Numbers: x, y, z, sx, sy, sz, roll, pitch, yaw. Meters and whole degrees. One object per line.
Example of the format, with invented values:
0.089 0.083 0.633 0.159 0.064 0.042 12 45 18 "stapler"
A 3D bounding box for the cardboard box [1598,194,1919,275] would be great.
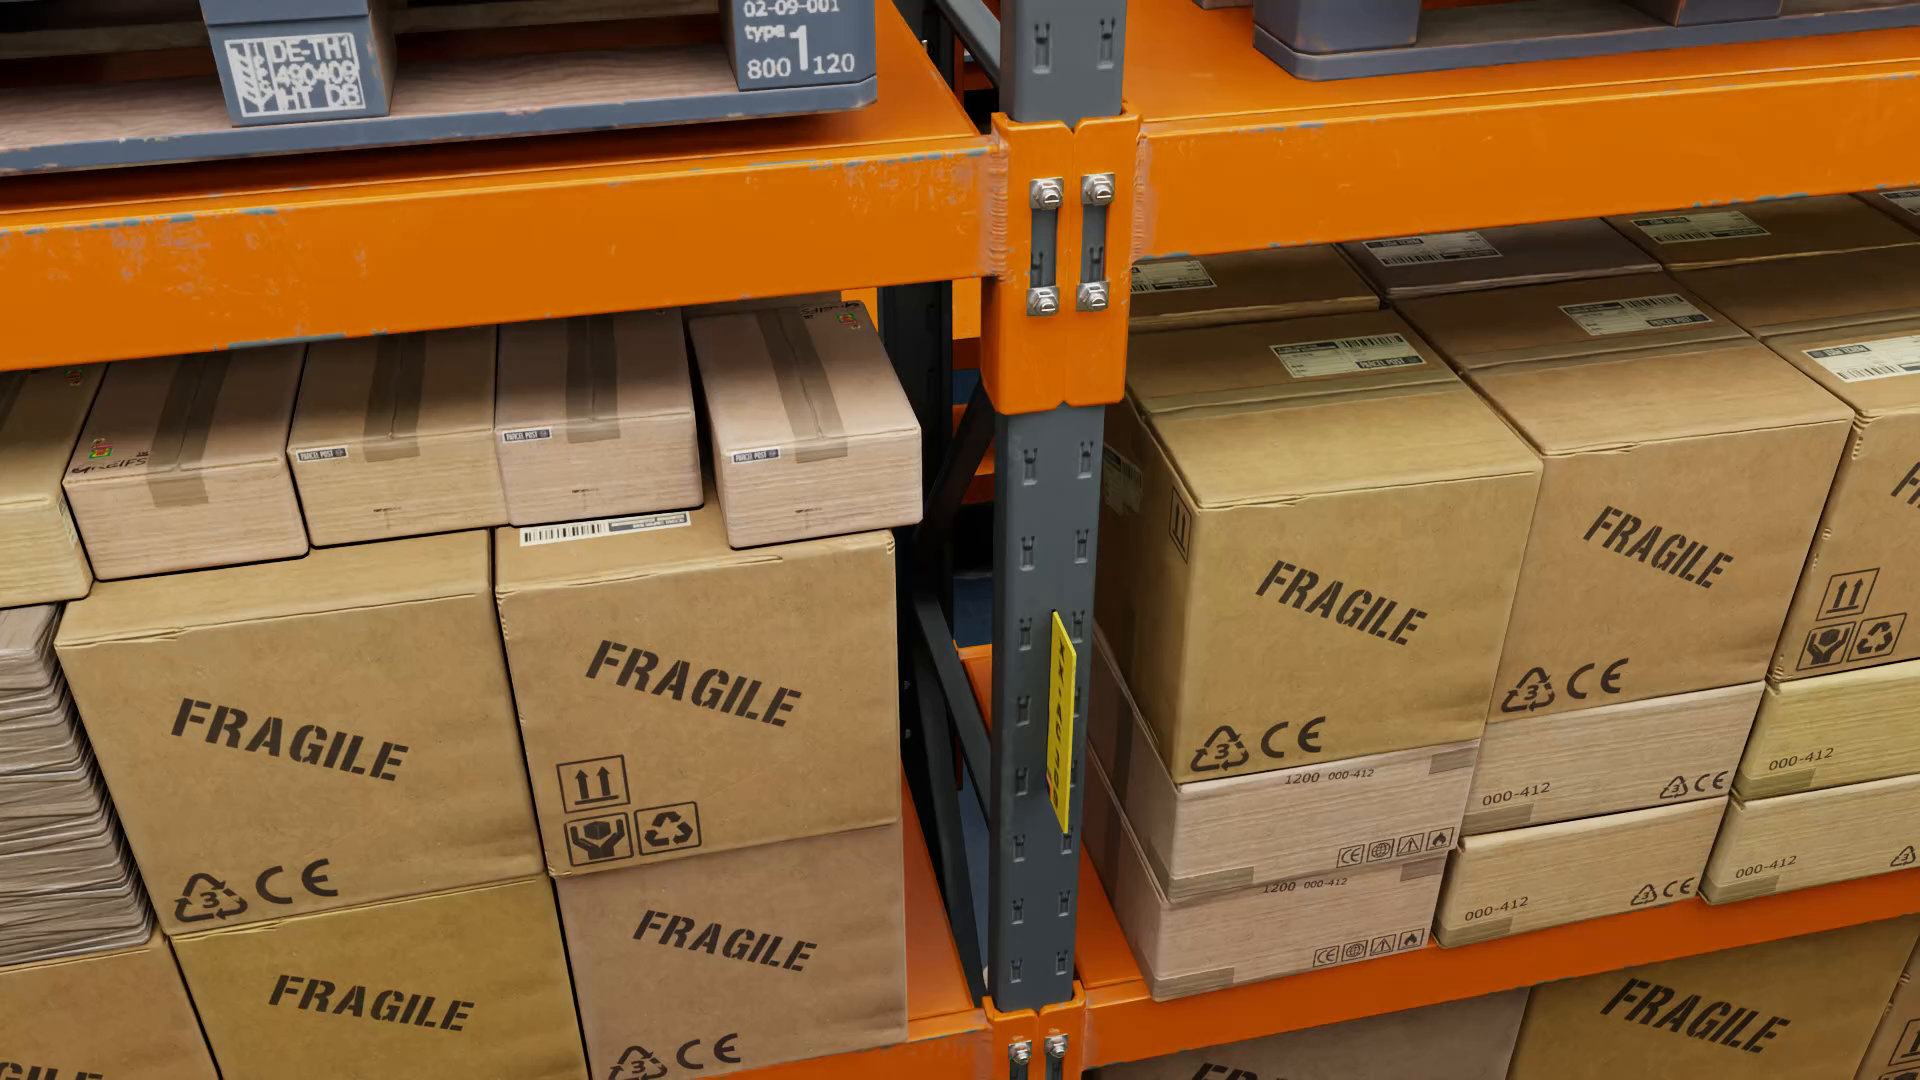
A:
1.399 -0.418 3.193 0.500 0.500 0.500 -6 34 -9 "cardboard box"

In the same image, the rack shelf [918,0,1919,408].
1.967 -0.843 2.768 4.000 0.370 1.077 -7 35 -11 "rack shelf"

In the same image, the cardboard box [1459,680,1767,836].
1.010 0.224 2.910 0.500 0.250 0.500 -7 34 -10 "cardboard box"

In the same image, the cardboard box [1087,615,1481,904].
0.508 0.304 2.792 0.500 0.250 0.500 -8 35 -12 "cardboard box"

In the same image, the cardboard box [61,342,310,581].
-0.983 -0.126 2.176 0.250 0.149 0.380 -7 35 -11 "cardboard box"

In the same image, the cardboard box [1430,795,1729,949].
1.008 0.437 3.041 0.500 0.250 0.500 -8 35 -12 "cardboard box"

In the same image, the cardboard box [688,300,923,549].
-0.214 -0.165 2.235 0.250 0.149 0.380 -8 35 -12 "cardboard box"

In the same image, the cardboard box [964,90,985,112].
-0.052 -2.071 7.928 0.250 0.149 0.380 -9 35 -13 "cardboard box"

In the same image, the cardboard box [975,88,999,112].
0.228 -2.075 7.935 0.250 0.149 0.380 -6 34 -9 "cardboard box"

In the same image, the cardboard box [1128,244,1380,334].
0.397 -0.298 3.016 0.500 0.500 0.500 -6 34 -9 "cardboard box"

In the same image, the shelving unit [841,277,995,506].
-0.007 -0.466 5.935 1.048 1.125 0.538 -7 35 -11 "shelving unit"

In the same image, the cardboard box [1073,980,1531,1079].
0.603 0.938 3.690 0.875 0.875 0.875 -6 34 -9 "cardboard box"

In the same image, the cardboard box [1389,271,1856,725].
0.999 -0.082 2.694 0.500 0.500 0.500 -7 35 -11 "cardboard box"

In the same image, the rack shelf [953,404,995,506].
-0.007 -0.263 6.072 1.000 0.278 0.538 -7 35 -11 "rack shelf"

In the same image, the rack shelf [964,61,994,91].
0.868 -2.295 7.623 4.000 0.370 1.077 -7 35 -11 "rack shelf"

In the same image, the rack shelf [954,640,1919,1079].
1.967 0.403 3.604 4.000 0.370 1.077 -7 35 -11 "rack shelf"

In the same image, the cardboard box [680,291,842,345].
-0.349 -0.479 2.702 0.250 0.149 0.380 -8 35 -11 "cardboard box"

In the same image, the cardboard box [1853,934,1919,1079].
2.355 0.713 4.025 0.875 0.875 0.875 -7 34 -10 "cardboard box"

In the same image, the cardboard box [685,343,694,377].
-0.502 -0.180 2.839 0.500 0.500 0.500 -7 34 -10 "cardboard box"

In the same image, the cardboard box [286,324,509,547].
-0.740 -0.167 2.237 0.250 0.149 0.380 -7 35 -10 "cardboard box"

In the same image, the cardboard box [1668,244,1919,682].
1.489 -0.143 2.784 0.500 0.500 0.500 -8 35 -12 "cardboard box"

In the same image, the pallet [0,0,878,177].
-0.784 -0.764 2.084 1.213 0.211 1.003 -7 35 -11 "pallet"

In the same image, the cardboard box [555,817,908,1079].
-0.380 0.504 2.717 0.500 0.500 0.500 -7 34 -10 "cardboard box"

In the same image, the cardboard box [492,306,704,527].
-0.495 -0.192 2.275 0.250 0.149 0.380 -6 34 -9 "cardboard box"

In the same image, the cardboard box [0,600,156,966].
-1.374 0.227 2.233 0.500 0.500 0.500 -7 34 -10 "cardboard box"

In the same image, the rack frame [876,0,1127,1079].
0.016 0.350 3.037 0.127 3.000 1.000 -7 35 -11 "rack frame"

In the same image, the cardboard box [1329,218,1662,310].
0.900 -0.366 3.116 0.500 0.500 0.500 -7 34 -10 "cardboard box"

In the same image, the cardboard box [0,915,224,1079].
-1.367 0.640 2.514 0.500 0.500 0.500 -8 35 -11 "cardboard box"

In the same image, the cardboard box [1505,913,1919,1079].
1.483 0.823 3.862 0.875 0.875 0.875 -6 34 -9 "cardboard box"

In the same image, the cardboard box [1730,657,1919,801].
1.508 0.177 2.981 0.500 0.250 0.500 -7 34 -10 "cardboard box"

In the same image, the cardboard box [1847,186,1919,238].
1.900 -0.489 3.300 0.500 0.500 0.500 -7 34 -10 "cardboard box"

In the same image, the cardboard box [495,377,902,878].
-0.383 0.101 2.420 0.500 0.500 0.500 -7 35 -11 "cardboard box"

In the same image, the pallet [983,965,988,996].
0.752 1.372 4.016 1.213 0.211 1.003 -7 35 -11 "pallet"

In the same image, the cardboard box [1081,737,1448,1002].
0.504 0.501 2.945 0.500 0.250 0.500 -8 35 -12 "cardboard box"

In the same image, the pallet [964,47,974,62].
-0.279 -2.307 7.168 1.213 0.211 1.003 -7 35 -11 "pallet"

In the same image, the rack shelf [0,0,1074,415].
-1.934 -0.351 2.035 4.000 0.370 1.077 -7 35 -11 "rack shelf"

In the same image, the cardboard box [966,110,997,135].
0.091 -1.808 7.536 0.250 0.149 0.380 -8 35 -11 "cardboard box"

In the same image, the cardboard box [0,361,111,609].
-1.219 -0.075 2.101 0.250 0.149 0.380 -7 35 -11 "cardboard box"

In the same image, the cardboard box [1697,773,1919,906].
1.511 0.383 3.122 0.500 0.250 0.500 -7 35 -11 "cardboard box"

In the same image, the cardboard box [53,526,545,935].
-0.880 0.159 2.334 0.500 0.500 0.500 -8 35 -11 "cardboard box"

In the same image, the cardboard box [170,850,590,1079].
-0.880 0.570 2.618 0.500 0.500 0.500 -8 35 -12 "cardboard box"

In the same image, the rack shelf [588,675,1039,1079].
-1.934 0.894 2.871 4.000 0.370 1.077 -7 35 -11 "rack shelf"

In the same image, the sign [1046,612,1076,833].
0.140 0.259 2.324 0.005 0.325 0.100 -7 35 -11 "sign"

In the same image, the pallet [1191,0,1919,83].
0.900 -0.956 2.462 1.217 0.209 0.805 -9 35 -12 "pallet"

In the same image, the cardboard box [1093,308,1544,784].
0.509 -0.005 2.578 0.500 0.500 0.500 -7 34 -10 "cardboard box"

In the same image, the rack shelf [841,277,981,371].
-0.007 -0.709 5.772 1.000 0.278 0.538 -7 35 -11 "rack shelf"
